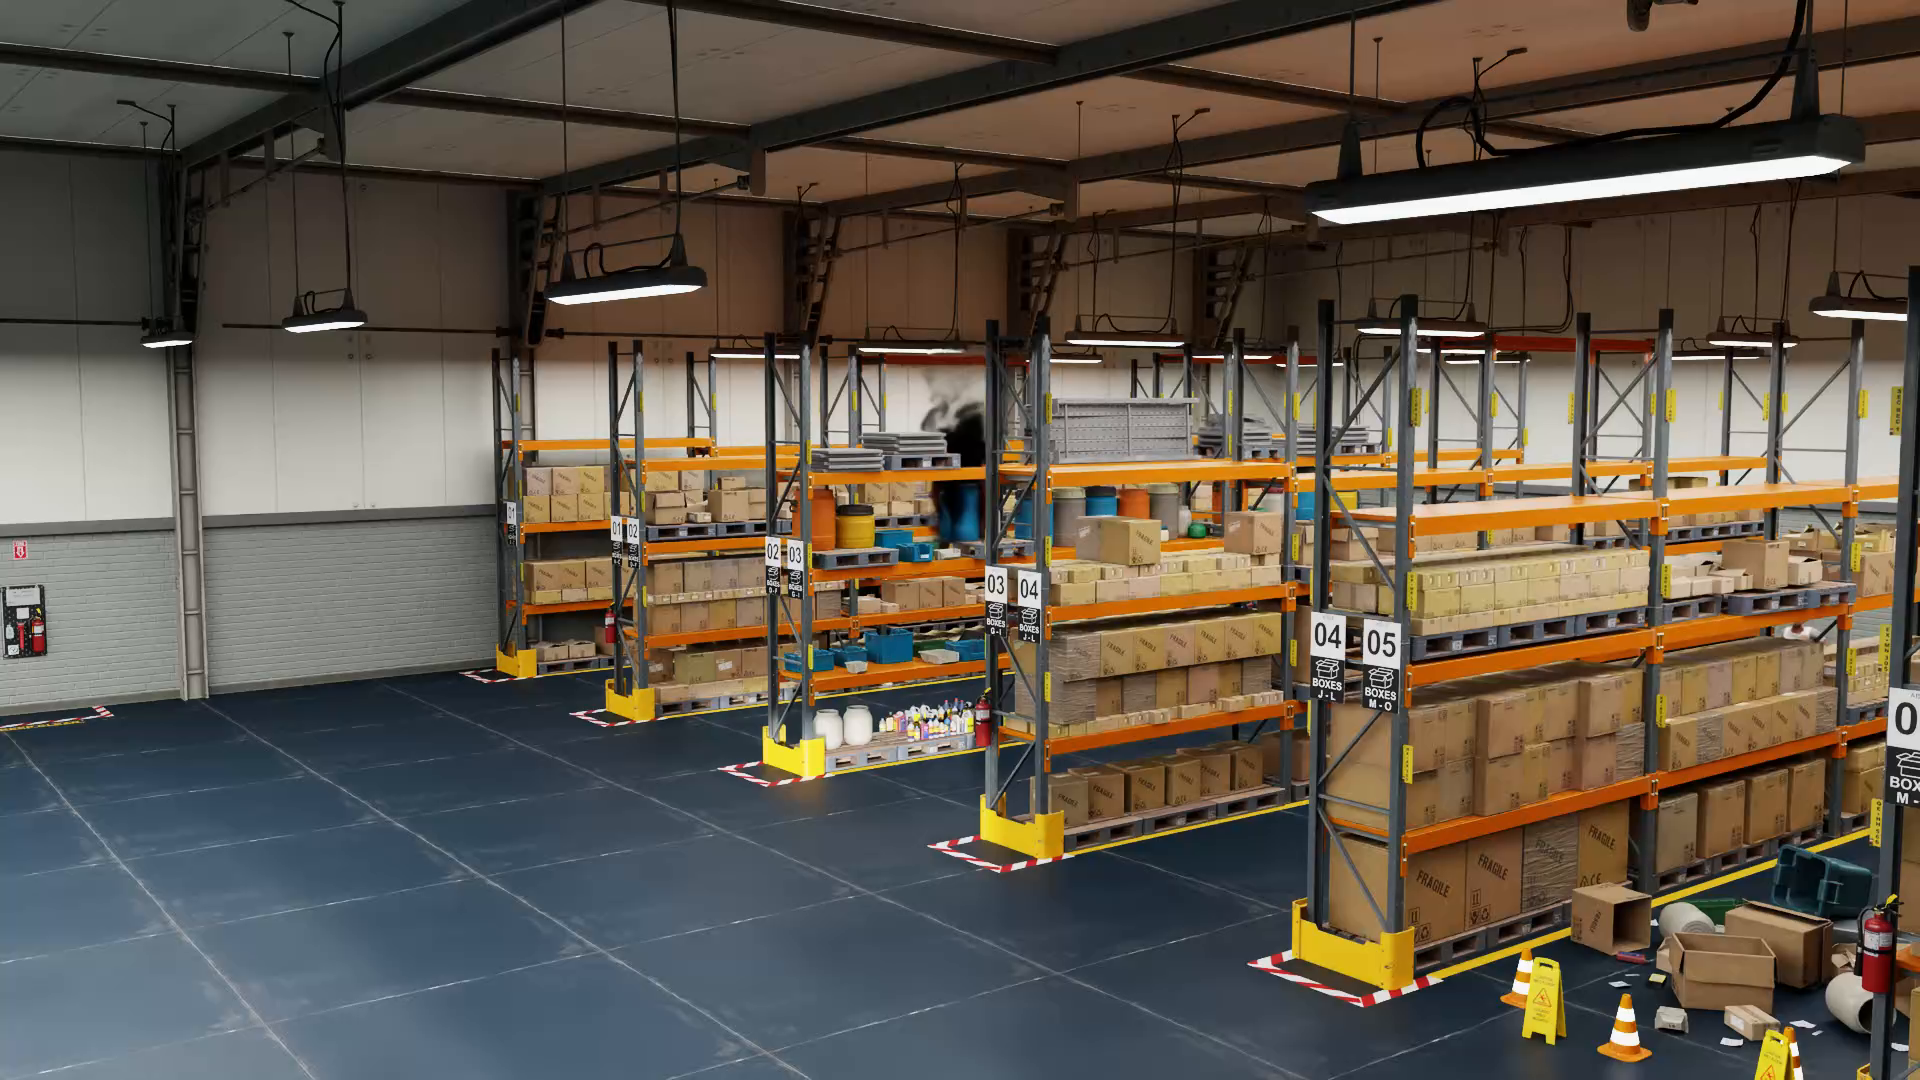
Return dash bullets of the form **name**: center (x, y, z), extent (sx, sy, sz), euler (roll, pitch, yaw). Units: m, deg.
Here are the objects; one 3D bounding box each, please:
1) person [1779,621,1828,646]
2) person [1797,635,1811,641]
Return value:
- **person**: center (13.159, 2.000, 26.121), extent (0.616, 1.807, 0.714), euler (-4, 7, -40)
- **person**: center (11.849, 2.236, 23.290), extent (0.925, 1.835, 0.658), euler (-3, 6, -32)
